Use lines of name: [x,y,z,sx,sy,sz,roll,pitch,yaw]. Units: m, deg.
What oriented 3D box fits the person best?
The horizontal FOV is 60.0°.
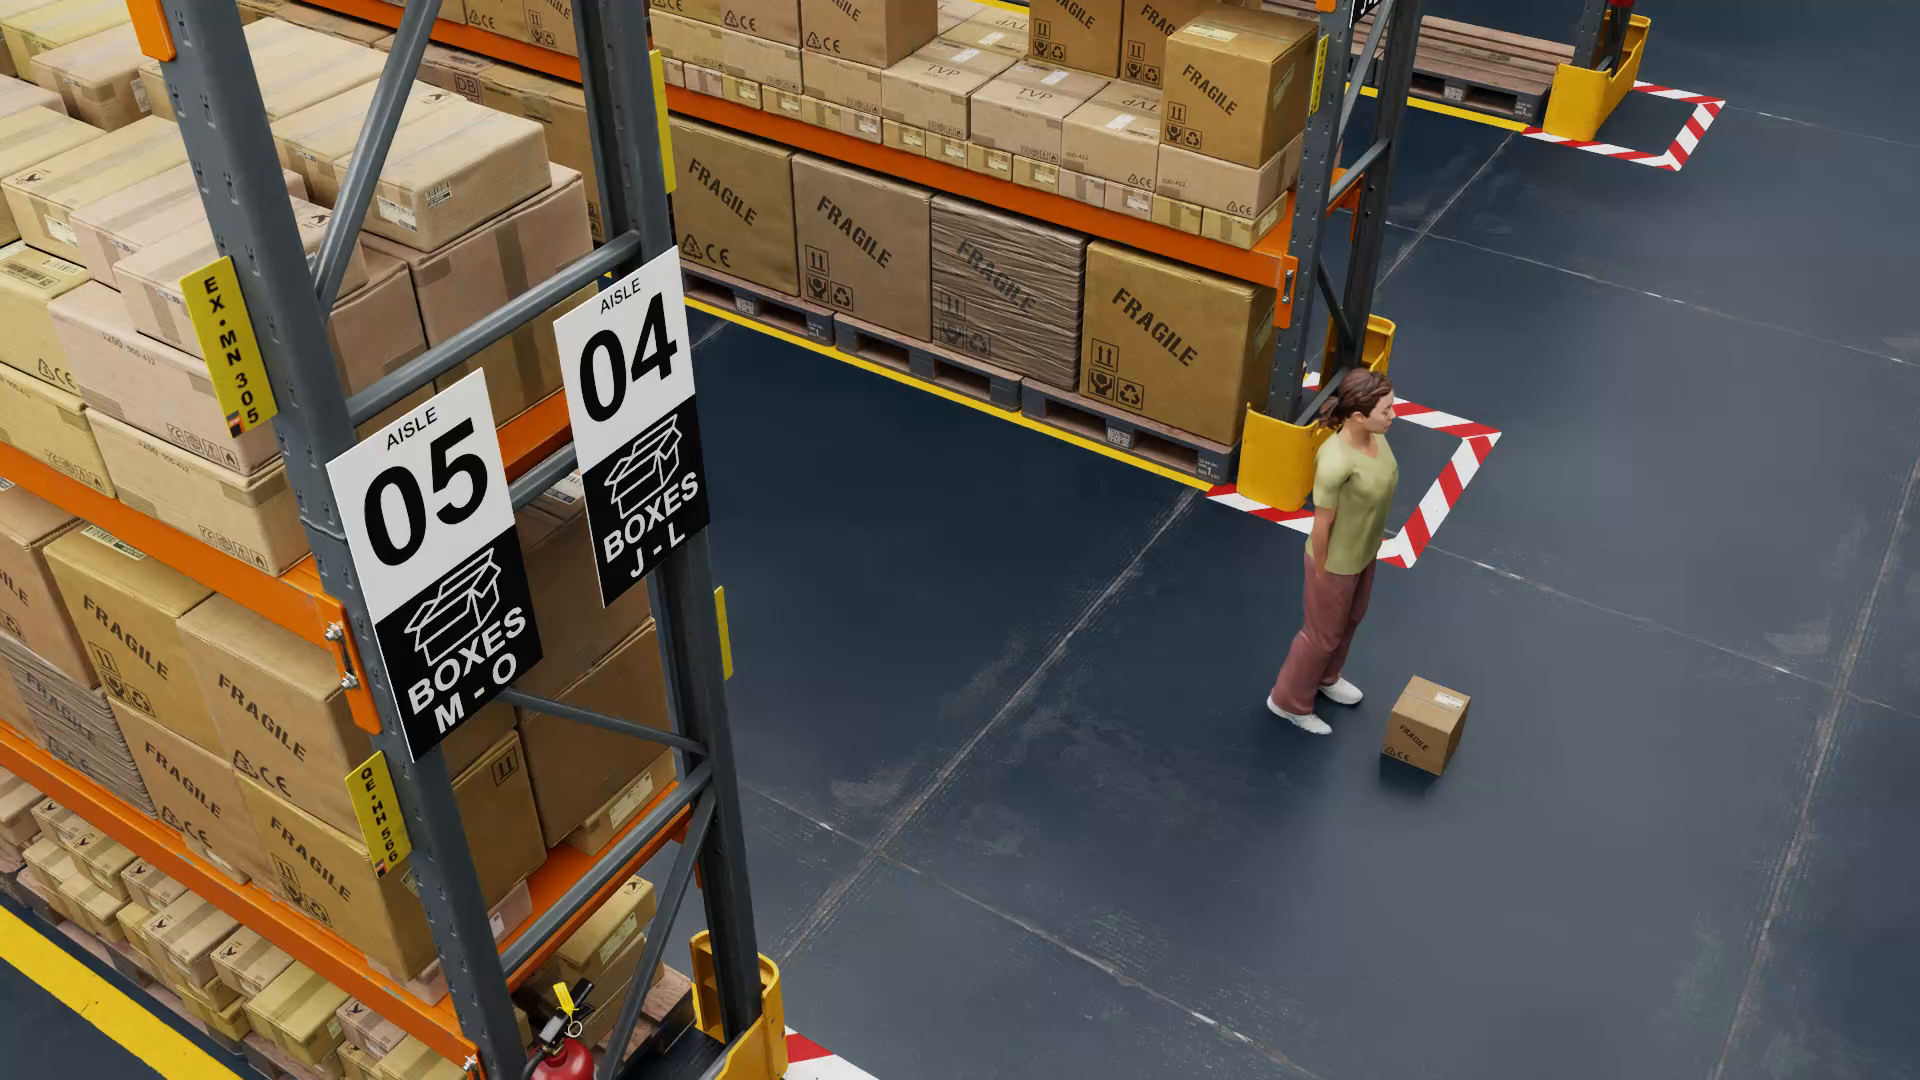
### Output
person: [1.518,0.053,6.650,0.362,1.701,0.440,23,44,26]
